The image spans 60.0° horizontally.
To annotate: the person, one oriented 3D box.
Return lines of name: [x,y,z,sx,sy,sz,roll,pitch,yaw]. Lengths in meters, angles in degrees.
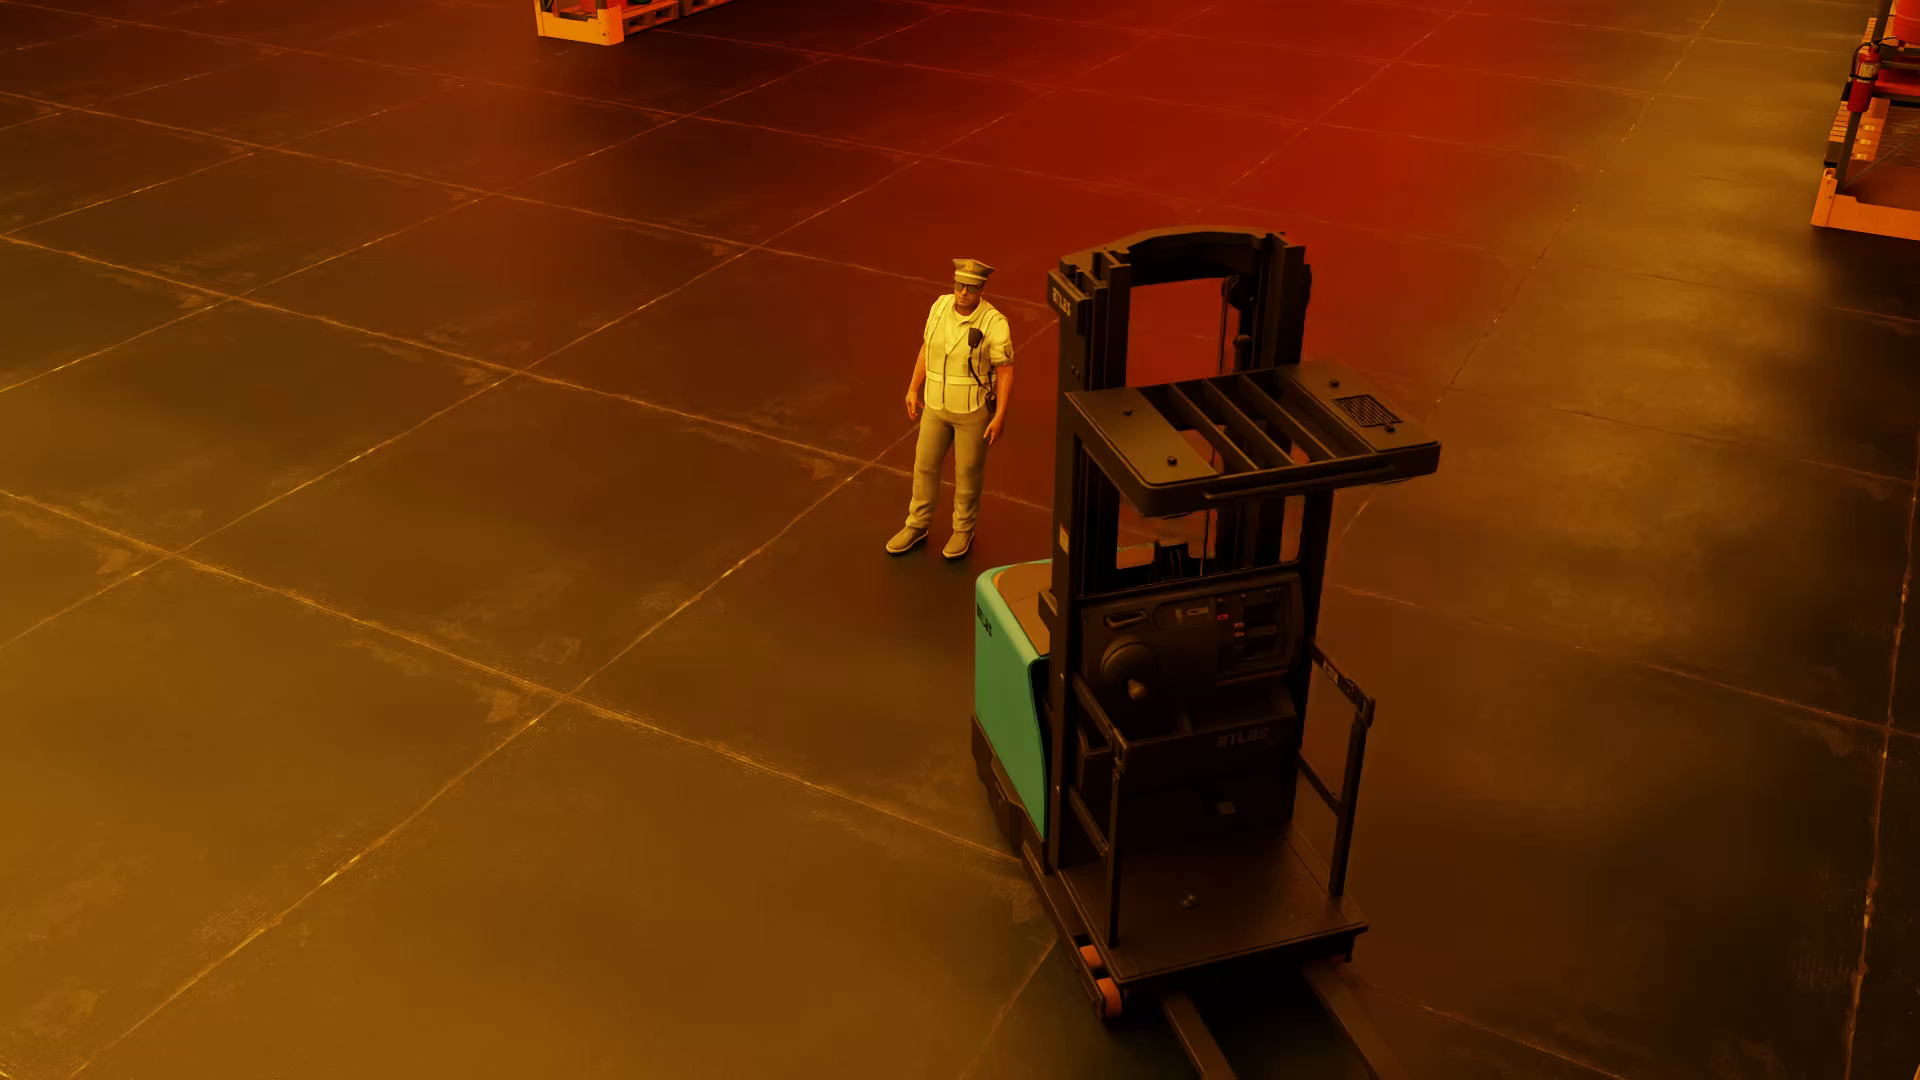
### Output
person: [-0.048,-0.747,9.500,0.640,1.780,0.575,15,33,25]

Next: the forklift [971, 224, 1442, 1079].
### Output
forklift: [0.980,0.428,6.330,1.130,2.935,3.031,-9,31,-15]
